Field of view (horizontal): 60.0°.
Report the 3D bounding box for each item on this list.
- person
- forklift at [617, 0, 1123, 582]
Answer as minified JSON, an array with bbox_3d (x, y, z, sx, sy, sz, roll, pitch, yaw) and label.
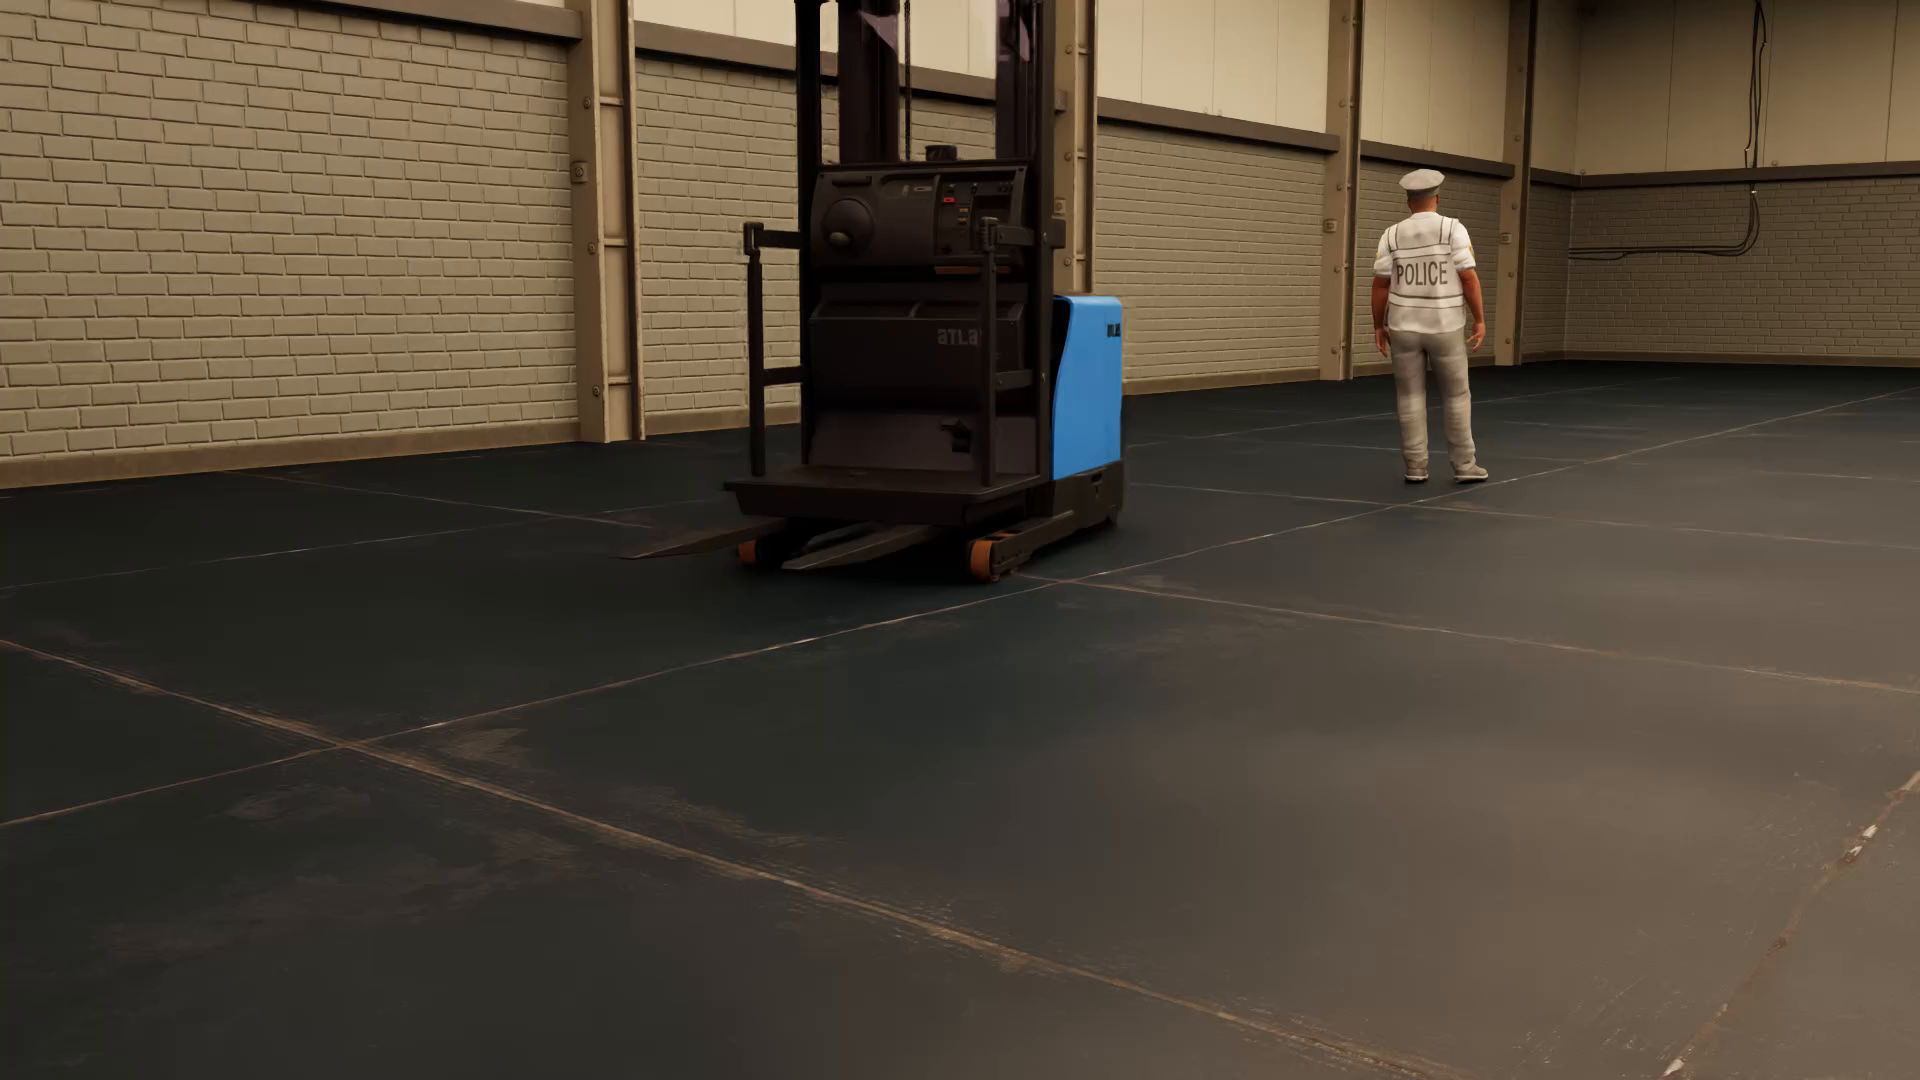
[{"bbox_3d":[2.721,-1.231,9.605,0.642,1.782,0.573,4,9,28],"label":"person"},{"bbox_3d":[-0.253,-1.358,6.565,1.130,2.935,3.031,3,9,22],"label":"forklift"}]
